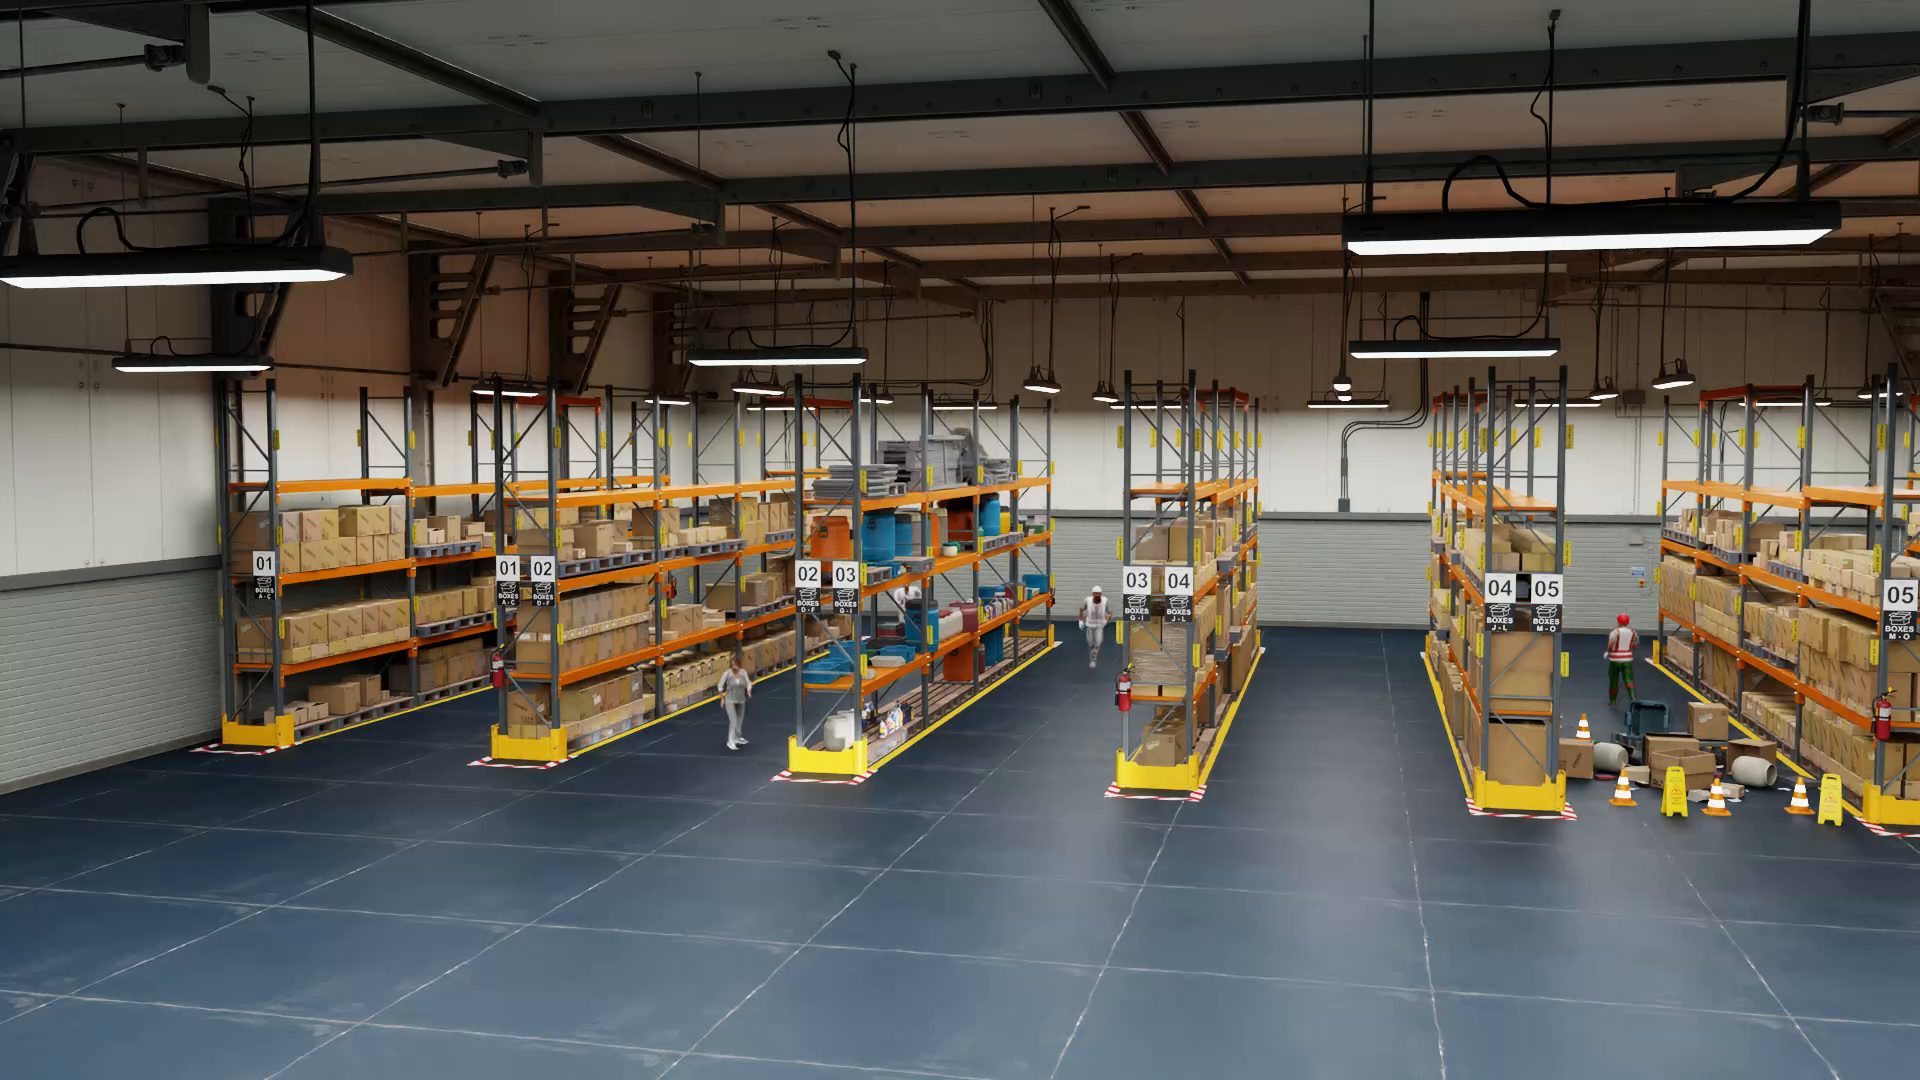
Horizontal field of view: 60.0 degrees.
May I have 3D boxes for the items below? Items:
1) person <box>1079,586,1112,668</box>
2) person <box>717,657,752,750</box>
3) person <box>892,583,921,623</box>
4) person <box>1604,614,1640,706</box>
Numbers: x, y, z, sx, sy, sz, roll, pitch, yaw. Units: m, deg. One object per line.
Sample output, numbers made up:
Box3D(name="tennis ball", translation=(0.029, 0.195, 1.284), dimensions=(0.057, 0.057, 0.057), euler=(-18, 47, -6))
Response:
Box3D(name="person", translation=(2.826, 1.792, 34.593), dimensions=(0.674, 1.705, 0.698), euler=(0, 3, -4))
Box3D(name="person", translation=(-3.618, 2.655, 26.990), dimensions=(0.566, 1.546, 0.794), euler=(-2, 4, -35))
Box3D(name="person", translation=(-1.240, 1.759, 39.606), dimensions=(0.718, 1.757, 1.058), euler=(0, 3, 4))
Box3D(name="person", translation=(12.253, 2.241, 30.787), dimensions=(0.655, 1.765, 1.000), euler=(0, 3, 4))
